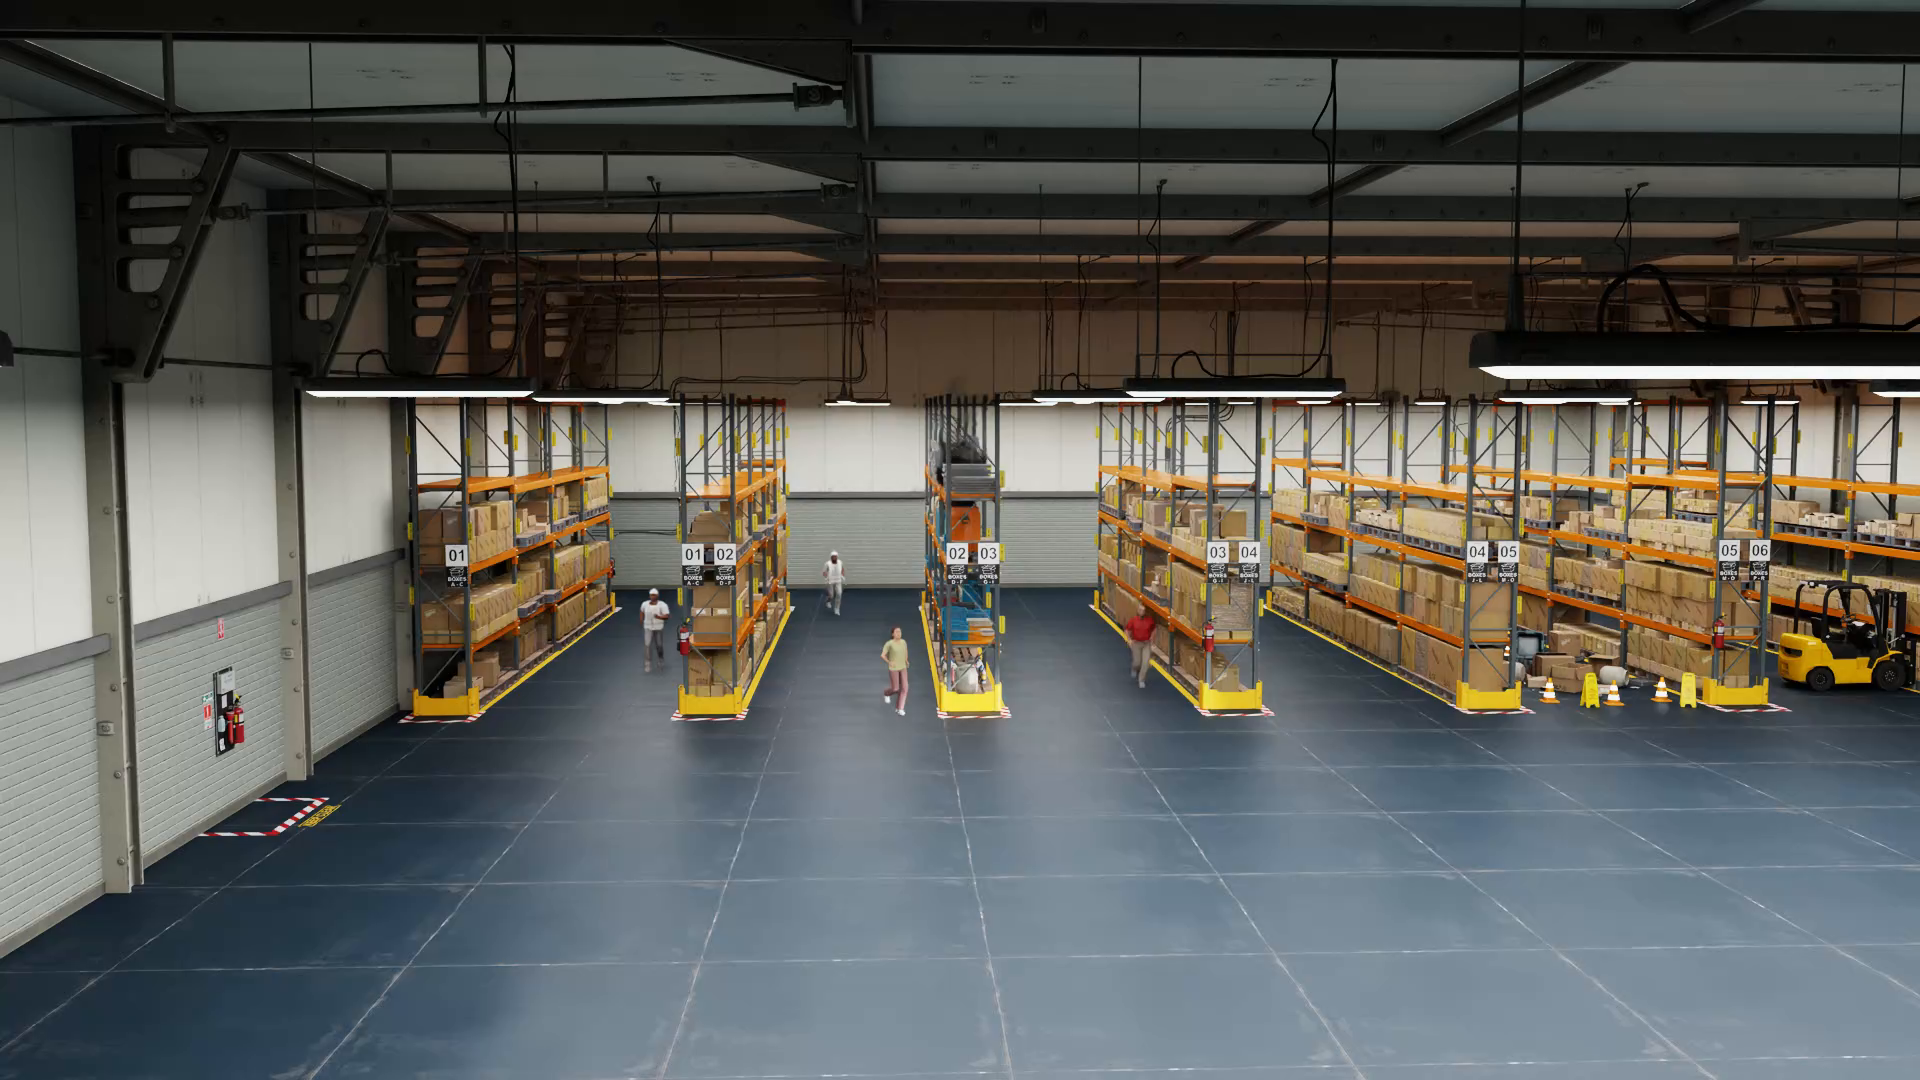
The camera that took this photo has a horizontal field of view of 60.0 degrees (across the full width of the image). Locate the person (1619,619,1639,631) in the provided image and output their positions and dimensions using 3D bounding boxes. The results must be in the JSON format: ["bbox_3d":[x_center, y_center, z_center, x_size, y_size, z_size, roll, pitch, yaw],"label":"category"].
[{"bbox_3d":[16.576,1.682,41.105,0.573,1.652,0.932,0,5,1],"label":"person"}]

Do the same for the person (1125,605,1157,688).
[{"bbox_3d":[3.742,2.187,34.378,0.676,1.697,0.639,0,5,-4],"label":"person"}]

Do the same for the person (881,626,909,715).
[{"bbox_3d":[-1.207,2.442,31.388,0.588,1.656,0.738,-3,5,-31],"label":"person"}]

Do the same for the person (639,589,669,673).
[{"bbox_3d":[-6.675,1.947,36.269,0.692,1.781,0.922,0,5,0],"label":"person"}]

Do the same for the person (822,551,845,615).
[{"bbox_3d":[-3.532,1.185,46.495,0.673,1.761,0.845,-2,5,-19],"label":"person"}]
